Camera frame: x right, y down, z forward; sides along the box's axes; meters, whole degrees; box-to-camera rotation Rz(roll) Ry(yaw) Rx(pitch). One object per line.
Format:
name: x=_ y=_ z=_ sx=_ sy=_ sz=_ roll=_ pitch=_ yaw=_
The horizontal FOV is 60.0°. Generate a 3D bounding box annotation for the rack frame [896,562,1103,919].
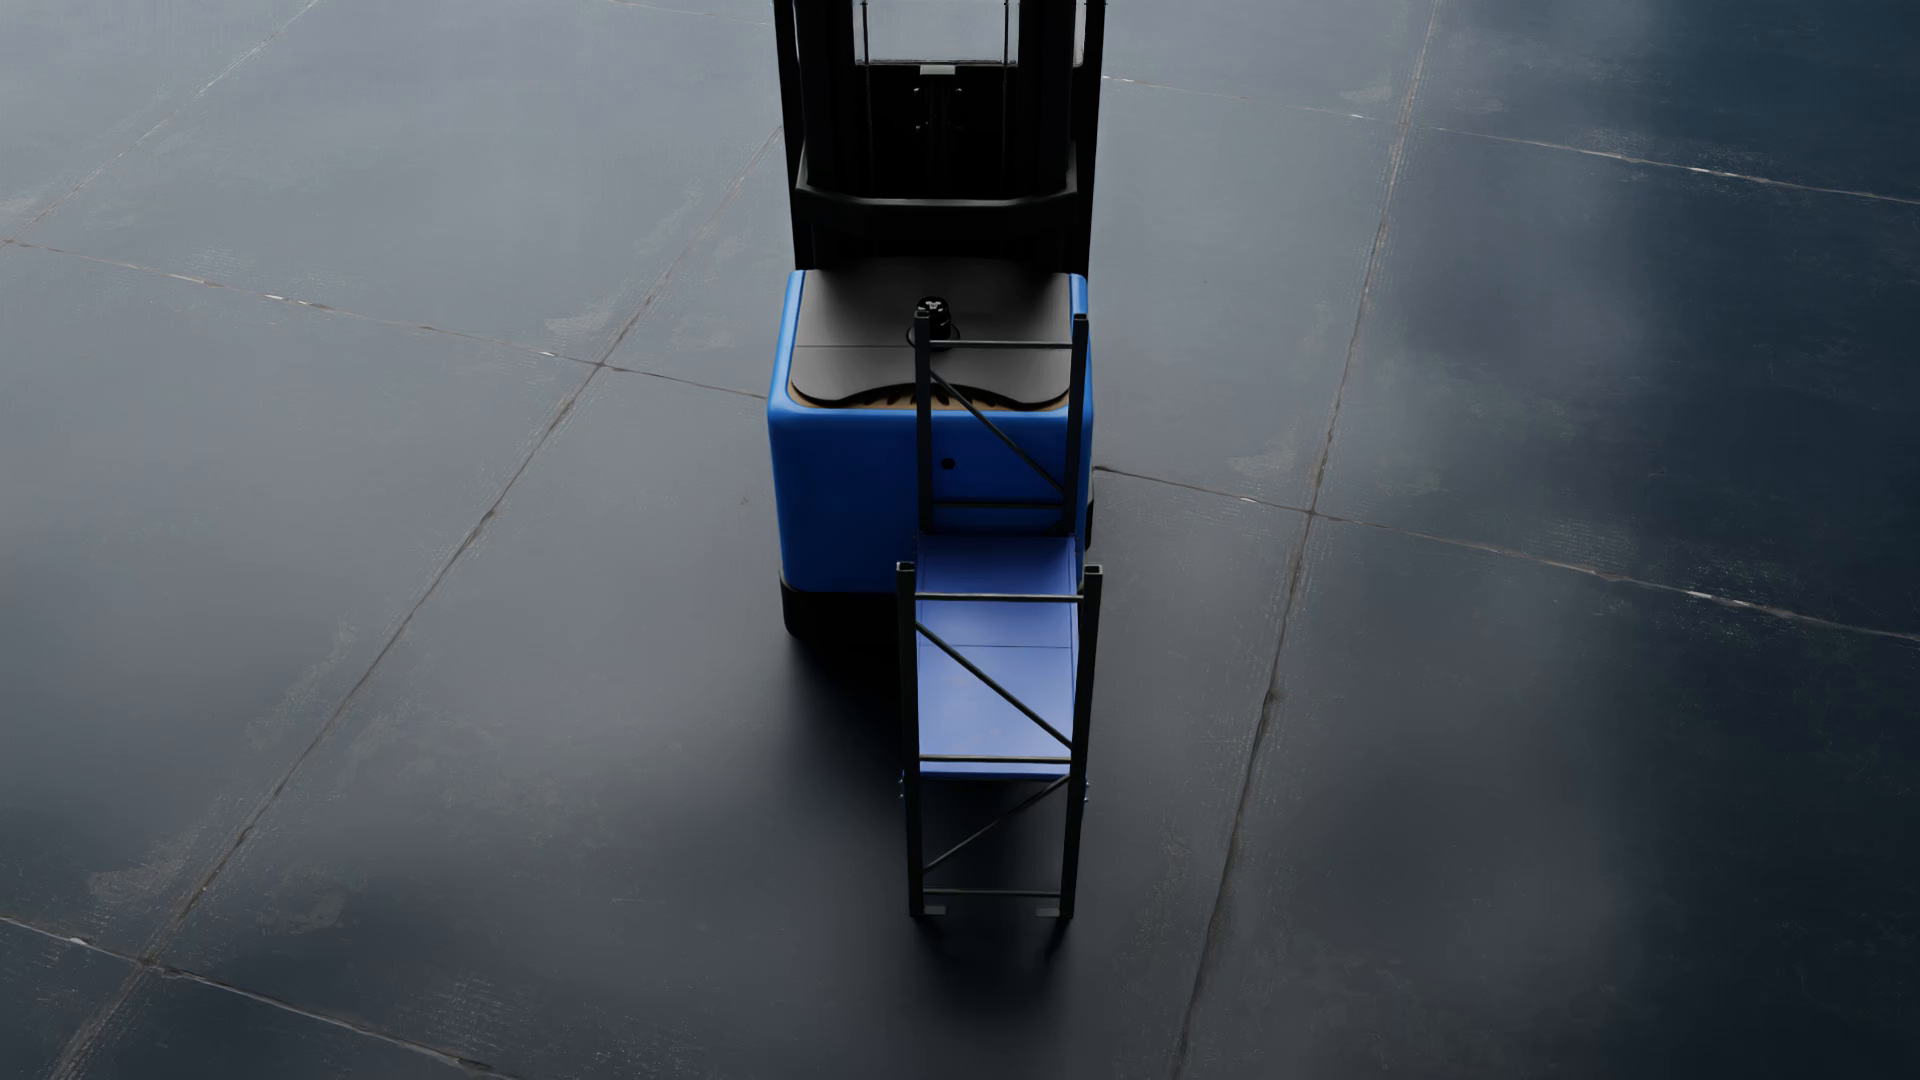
rack frame: x=0.096 y=0.604 z=4.561 sx=0.500 sy=1.500 sz=0.032 roll=1 pitch=44 yaw=1

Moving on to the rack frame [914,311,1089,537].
rack frame: x=0.119 y=-0.107 z=5.287 sx=0.500 sy=1.500 sz=0.032 roll=1 pitch=44 yaw=1

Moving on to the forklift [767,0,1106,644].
forklift: x=-0.061 y=-1.693 z=5.884 sx=1.130 sy=2.935 sz=3.031 roll=1 pitch=44 yaw=1

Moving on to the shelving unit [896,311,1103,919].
shelving unit: x=0.107 y=0.248 z=4.924 sx=0.538 sy=1.500 sz=1.048 roll=1 pitch=44 yaw=1

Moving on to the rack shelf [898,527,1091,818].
rack shelf: x=0.107 y=0.377 z=5.050 sx=0.538 sy=0.185 sz=1.000 roll=1 pitch=44 yaw=1
